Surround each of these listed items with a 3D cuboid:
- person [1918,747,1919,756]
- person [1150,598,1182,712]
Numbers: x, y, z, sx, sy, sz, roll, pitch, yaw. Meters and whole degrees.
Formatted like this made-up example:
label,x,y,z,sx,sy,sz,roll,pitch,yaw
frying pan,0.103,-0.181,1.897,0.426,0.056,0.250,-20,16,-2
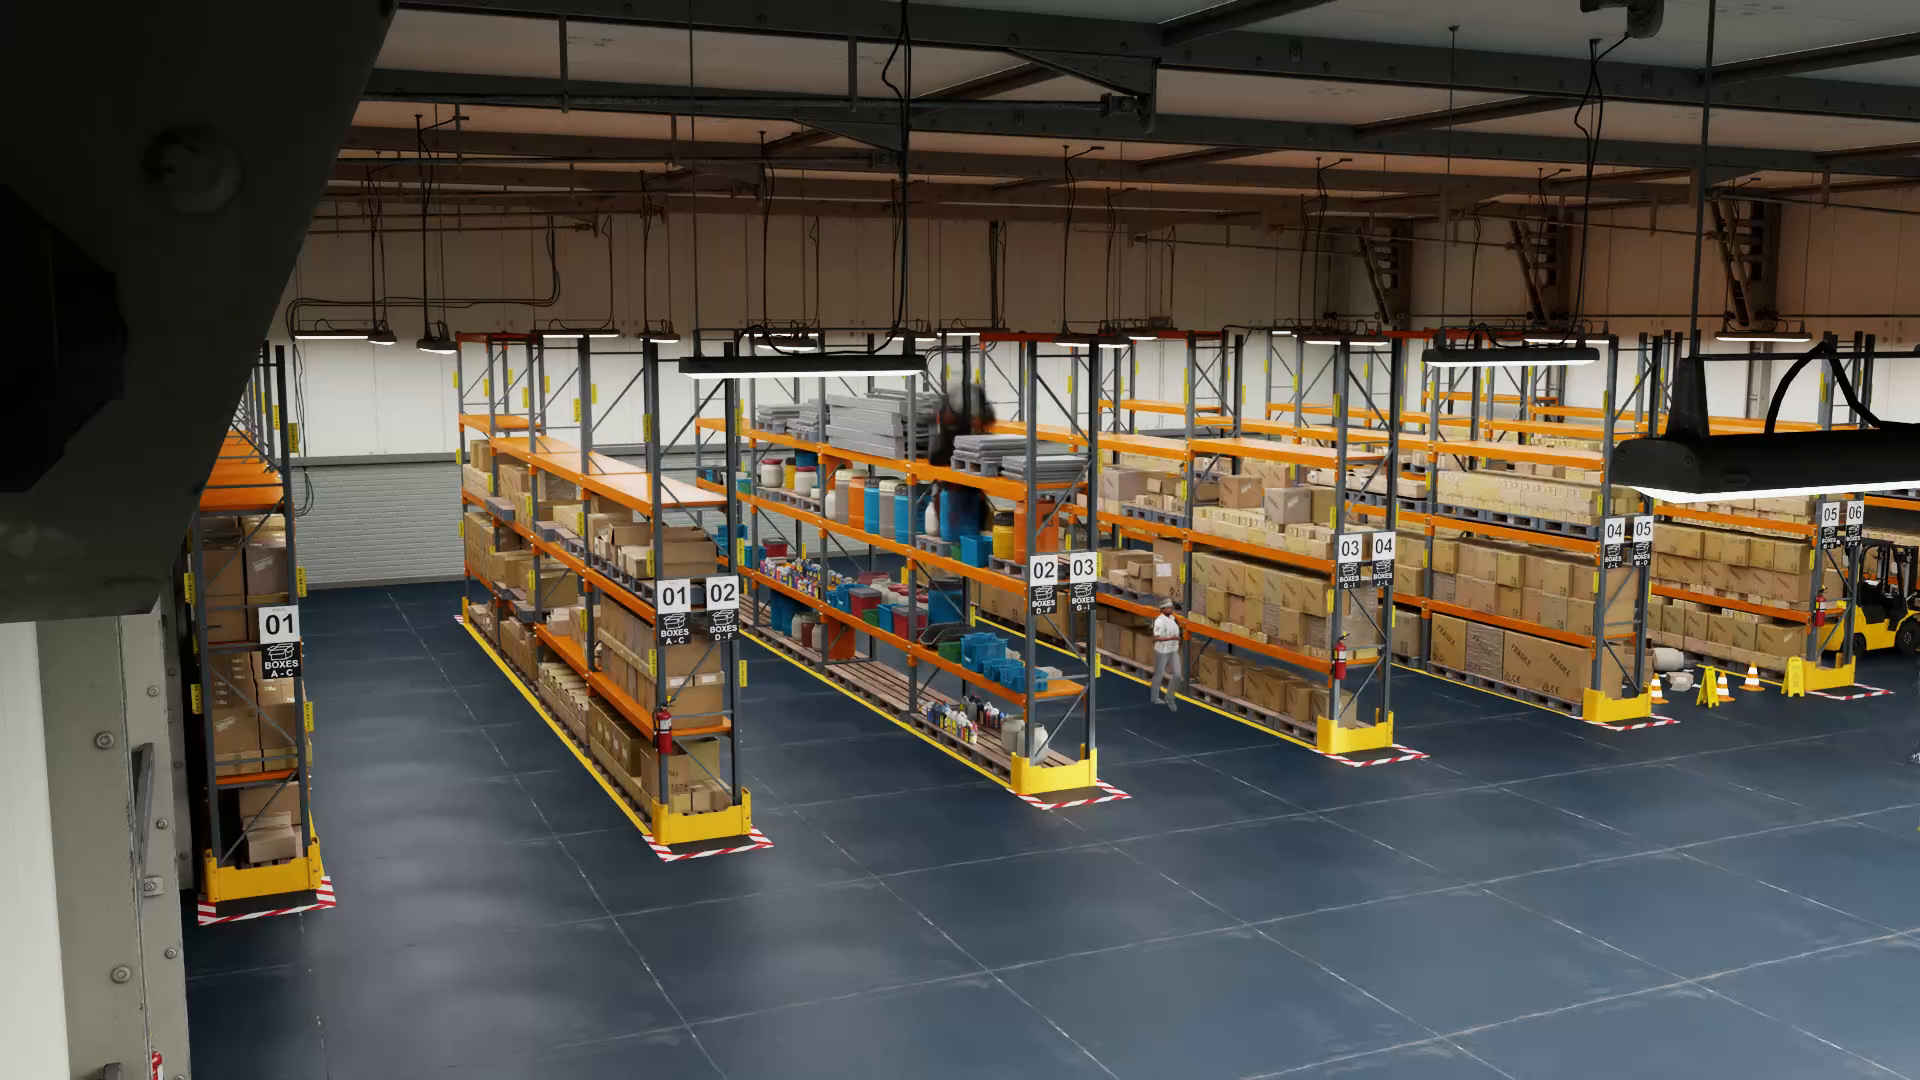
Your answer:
label,x,y,z,sx,sy,sz,roll,pitch,yaw
person,13.918,2.387,23.420,0.677,1.635,0.516,3,8,20
person,3.226,1.779,25.680,0.558,1.781,0.656,-6,10,-36
